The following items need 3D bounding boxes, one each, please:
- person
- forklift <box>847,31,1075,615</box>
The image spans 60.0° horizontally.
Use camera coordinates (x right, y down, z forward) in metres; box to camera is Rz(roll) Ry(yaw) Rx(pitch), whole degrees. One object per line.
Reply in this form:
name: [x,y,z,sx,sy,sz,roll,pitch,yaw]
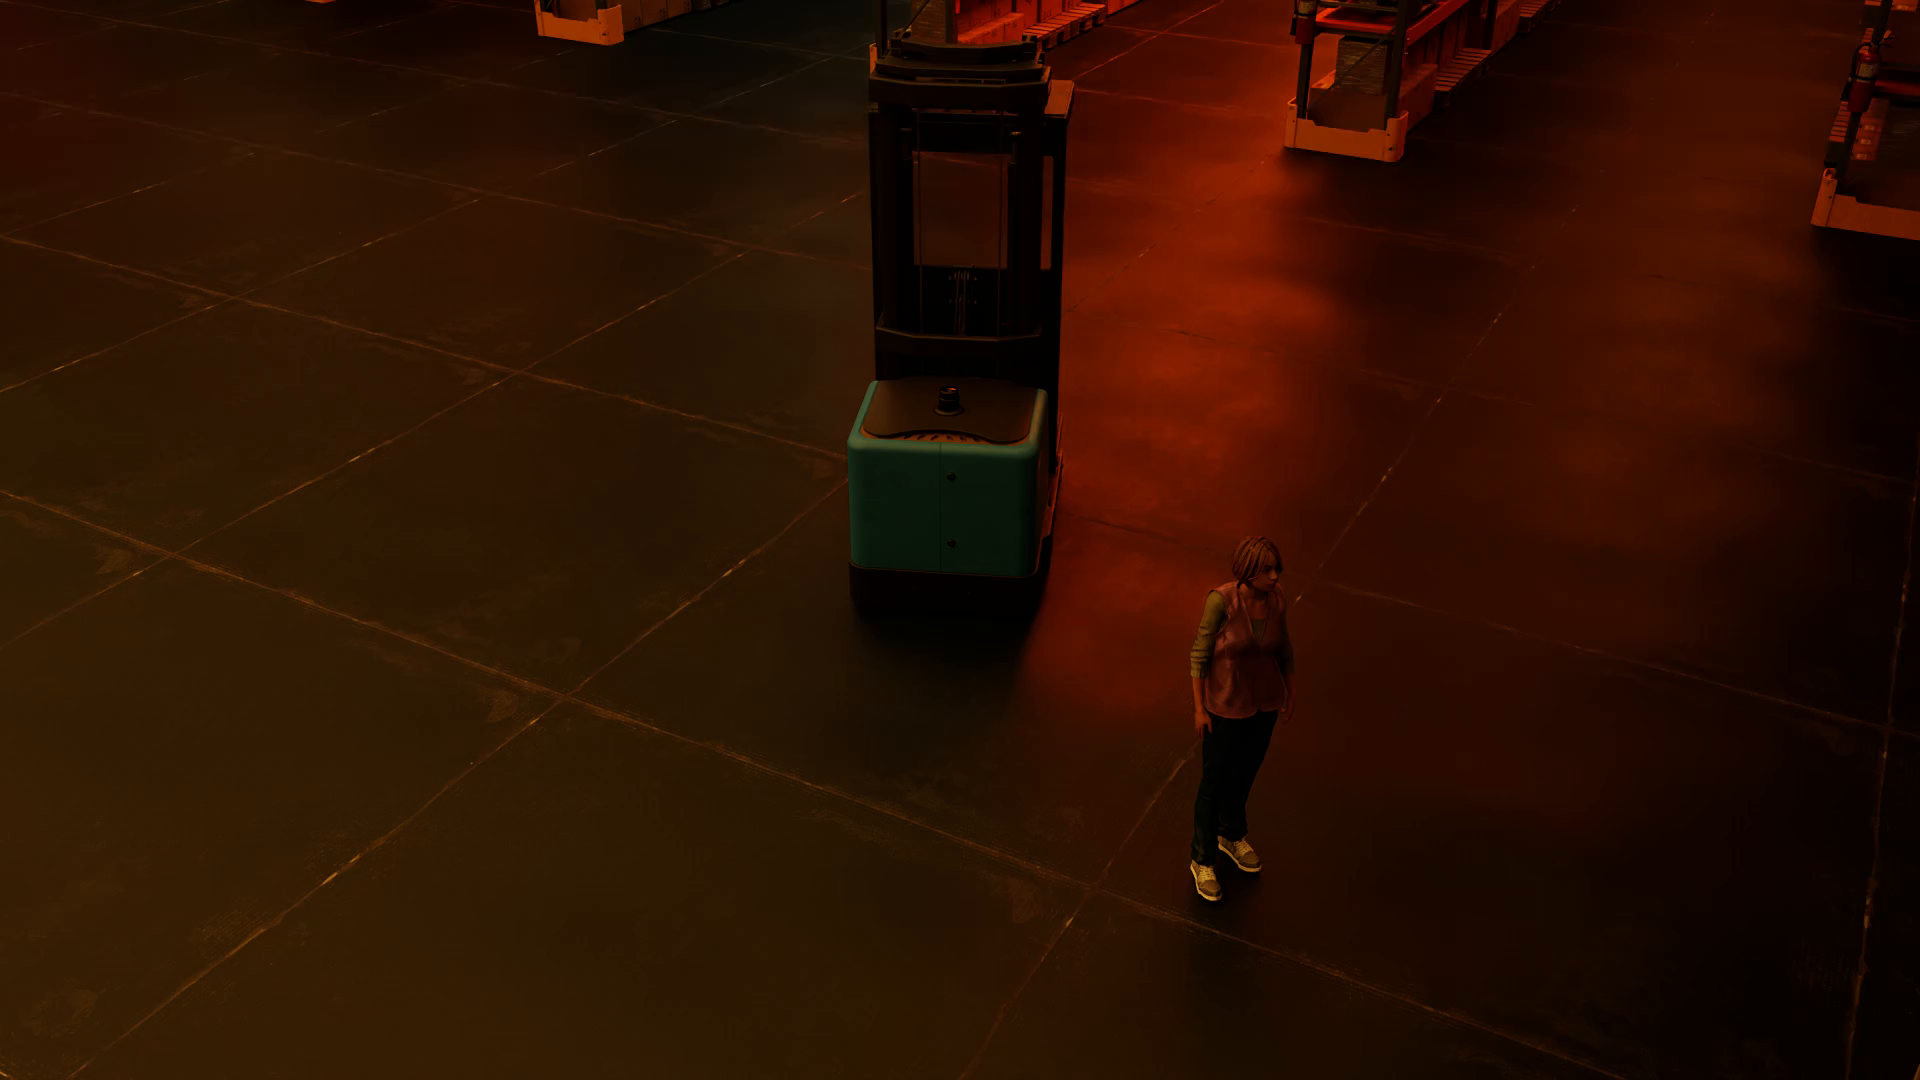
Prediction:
person: [1.230,0.746,7.098,0.520,1.596,0.475,-11,32,-19]
forklift: [0.072,-1.572,9.794,1.130,2.935,3.031,3,30,6]
